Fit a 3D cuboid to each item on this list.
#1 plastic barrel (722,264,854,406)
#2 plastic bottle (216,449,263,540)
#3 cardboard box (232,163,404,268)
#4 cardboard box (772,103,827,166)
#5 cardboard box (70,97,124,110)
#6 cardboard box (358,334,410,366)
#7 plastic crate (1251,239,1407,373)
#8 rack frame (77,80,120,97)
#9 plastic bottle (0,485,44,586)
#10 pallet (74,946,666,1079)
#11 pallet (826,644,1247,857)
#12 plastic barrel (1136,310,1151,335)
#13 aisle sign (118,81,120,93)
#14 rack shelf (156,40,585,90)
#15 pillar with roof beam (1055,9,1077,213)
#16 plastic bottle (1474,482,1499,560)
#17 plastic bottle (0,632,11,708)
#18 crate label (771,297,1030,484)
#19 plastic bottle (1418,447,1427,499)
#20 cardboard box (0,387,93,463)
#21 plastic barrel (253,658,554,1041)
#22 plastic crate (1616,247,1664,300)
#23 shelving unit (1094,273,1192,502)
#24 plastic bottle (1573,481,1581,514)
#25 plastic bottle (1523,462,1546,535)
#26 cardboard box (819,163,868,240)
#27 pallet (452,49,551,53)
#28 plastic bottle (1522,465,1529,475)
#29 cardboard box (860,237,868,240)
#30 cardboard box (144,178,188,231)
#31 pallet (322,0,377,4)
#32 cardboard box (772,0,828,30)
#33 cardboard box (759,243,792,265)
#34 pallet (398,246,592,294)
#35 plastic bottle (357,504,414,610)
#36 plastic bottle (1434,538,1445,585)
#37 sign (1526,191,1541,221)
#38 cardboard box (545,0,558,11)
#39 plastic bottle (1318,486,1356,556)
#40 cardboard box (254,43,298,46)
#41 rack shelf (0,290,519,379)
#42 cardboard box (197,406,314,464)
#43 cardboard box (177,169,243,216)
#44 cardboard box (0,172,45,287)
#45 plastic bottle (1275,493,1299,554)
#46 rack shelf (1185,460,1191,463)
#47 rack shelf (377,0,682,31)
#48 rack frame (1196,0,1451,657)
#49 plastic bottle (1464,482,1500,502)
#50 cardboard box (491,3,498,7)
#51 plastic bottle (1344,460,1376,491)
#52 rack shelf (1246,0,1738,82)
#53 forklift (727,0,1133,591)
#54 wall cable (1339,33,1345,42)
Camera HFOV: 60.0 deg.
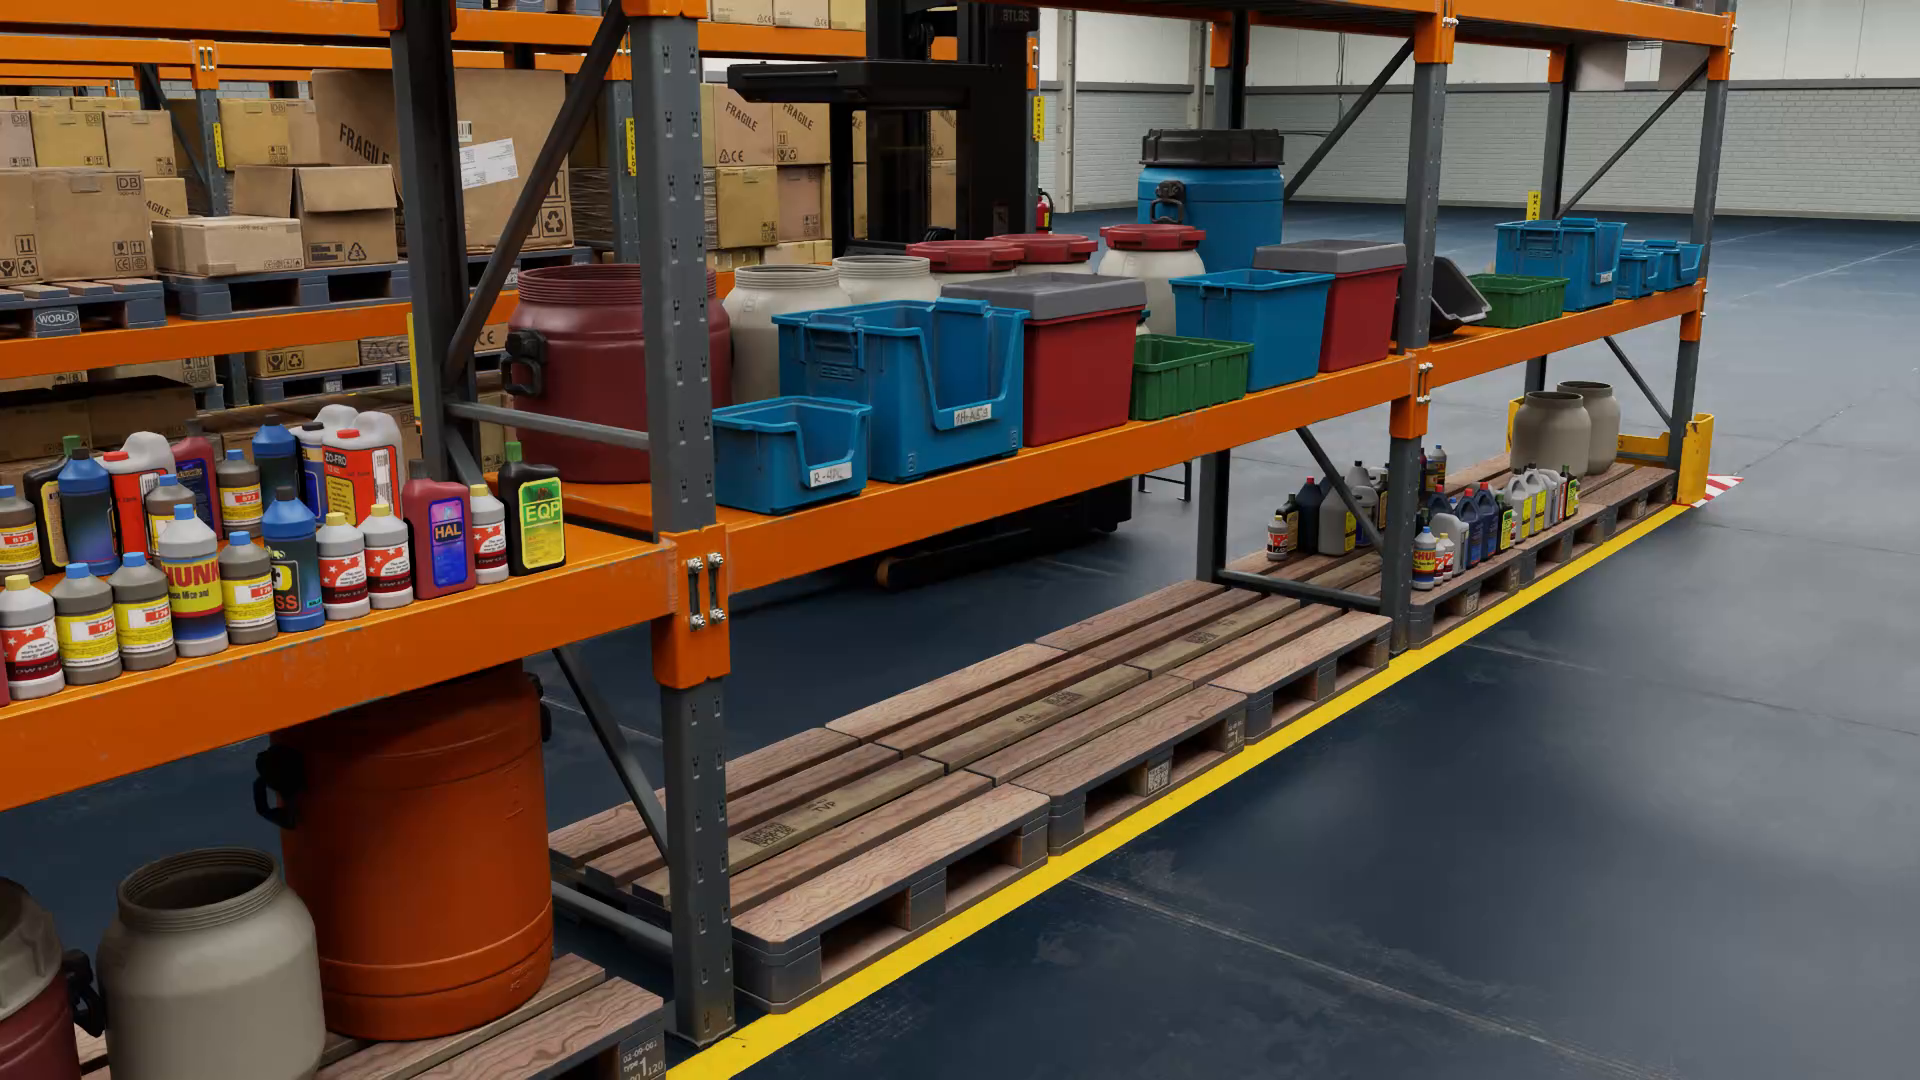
[{"bbox_3d":[-0.514,-0.558,5.001,0.421,0.512,0.421,0,14,0],"label":"plastic barrel"},{"bbox_3d":[-1.673,-0.108,3.860,0.097,0.201,0.097,0,14,0],"label":"plastic bottle"},{"bbox_3d":[-3.351,-1.714,8.714,0.797,0.503,0.637,14,20,43],"label":"cardboard box"},{"bbox_3d":[-1.225,-2.722,10.908,0.500,0.500,0.500,11,18,38],"label":"cardboard box"},{"bbox_3d":[-8.921,-4.254,16.939,0.700,0.500,0.500,11,18,36],"label":"cardboard box"},{"bbox_3d":[-5.114,-2.050,14.562,0.875,0.875,0.875,11,18,38],"label":"cardboard box"},{"bbox_3d":[1.453,-0.931,6.565,0.402,0.464,0.583,11,18,38],"label":"plastic crate"},{"bbox_3d":[-11.390,-4.873,22.214,1.000,3.000,0.127,11,18,38],"label":"rack frame"},{"bbox_3d":[-1.987,-0.013,3.484,0.097,0.201,0.097,0,14,0],"label":"plastic bottle"},{"bbox_3d":[-1.458,1.235,3.832,1.003,0.211,1.213,11,18,38],"label":"pallet"},{"bbox_3d":[0.289,0.703,5.928,1.003,0.211,1.213,11,18,38],"label":"pallet"},{"bbox_3d":[0.568,-0.743,6.237,0.301,0.262,0.301,0,14,0],"label":"plastic barrel"},{"bbox_3d":[-11.120,-6.100,21.765,0.394,0.787,0.004,11,18,38],"label":"aisle sign"},{"bbox_3d":[-4.870,-4.081,14.466,1.077,0.370,4.000,11,18,38],"label":"rack shelf"},{"bbox_3d":[5.904,-11.717,36.970,9.100,9.000,0.400,11,18,38],"label":"pillar with roof beam"},{"bbox_3d":[2.468,-0.096,7.894,0.144,0.351,0.185,10,18,35],"label":"plastic bottle"},{"bbox_3d":[-1.635,0.145,2.697,0.061,0.283,0.133,11,18,38],"label":"plastic bottle"},{"bbox_3d":[-0.160,-0.439,4.689,0.502,0.435,0.616,11,18,38],"label":"crate label"},{"bbox_3d":[2.495,-0.363,9.083,0.061,0.283,0.133,12,18,38],"label":"plastic bottle"},{"bbox_3d":[-4.449,-0.538,7.811,0.500,0.250,0.500,12,19,40],"label":"cardboard box"},{"bbox_3d":[-1.289,0.671,3.945,0.600,0.830,0.708,11,18,38],"label":"plastic barrel"},{"bbox_3d":[3.539,-1.468,9.112,0.499,0.251,0.408,11,18,38],"label":"plastic crate"},{"bbox_3d":[0.983,-0.935,9.758,0.755,1.500,0.431,-13,19,-41],"label":"shelving unit"},{"bbox_3d":[3.220,-0.243,8.778,0.097,0.201,0.097,0,14,0],"label":"plastic bottle"},{"bbox_3d":[2.852,-0.213,8.355,0.144,0.351,0.185,12,19,40],"label":"plastic bottle"},{"bbox_3d":[-1.078,-2.367,11.539,0.875,0.500,0.500,11,18,38],"label":"cardboard box"},{"bbox_3d":[-4.072,-4.626,15.330,1.003,0.211,1.213,11,18,38],"label":"pallet"},{"bbox_3d":[2.957,-0.255,8.659,0.061,0.283,0.133,11,18,38],"label":"plastic bottle"},{"bbox_3d":[-0.699,-2.061,11.652,0.380,0.149,0.250,11,18,38],"label":"cardboard box"},{"bbox_3d":[-6.247,-2.500,12.670,0.500,0.500,0.500,11,18,37],"label":"cardboard box"},{"bbox_3d":[-3.453,-2.868,8.611,1.213,0.211,1.003,11,18,38],"label":"pallet"},{"bbox_3d":[-1.202,-3.430,10.744,0.500,0.250,0.500,10,18,35],"label":"cardboard box"},{"bbox_3d":[-1.322,-1.868,10.895,0.380,0.149,0.250,11,18,38],"label":"cardboard box"},{"bbox_3d":[-2.927,-1.590,9.677,1.003,0.211,1.213,11,18,38],"label":"pallet"},{"bbox_3d":[-1.149,0.029,3.319,0.097,0.201,0.097,0,14,0],"label":"plastic bottle"},{"bbox_3d":[2.124,0.091,7.464,0.097,0.201,0.097,0,14,0],"label":"plastic bottle"},{"bbox_3d":[3.608,-2.026,10.444,0.100,0.325,0.005,11,18,38],"label":"sign"},{"bbox_3d":[-2.250,-3.315,10.293,0.500,0.250,0.500,12,19,40],"label":"cardboard box"},{"bbox_3d":[1.812,-0.115,7.969,0.144,0.351,0.185,11,18,38],"label":"plastic bottle"},{"bbox_3d":[-7.639,-5.492,18.256,0.500,0.250,0.500,11,18,37],"label":"cardboard box"},{"bbox_3d":[-3.590,-1.075,8.722,1.077,0.370,4.000,11,18,38],"label":"rack shelf"},{"bbox_3d":[-3.752,-0.391,8.754,0.700,0.500,0.500,13,19,42],"label":"cardboard box"},{"bbox_3d":[-5.905,-2.738,13.506,0.875,0.550,0.550,11,18,38],"label":"cardboard box"},{"bbox_3d":[-4.539,-1.402,7.493,0.500,0.500,0.500,9,17,31],"label":"cardboard box"},{"bbox_3d":[1.565,-0.080,7.968,0.061,0.283,0.133,12,19,40],"label":"plastic bottle"},{"bbox_3d":[0.983,-0.619,9.838,0.720,0.370,0.431,-13,19,-41],"label":"rack shelf"},{"bbox_3d":[-2.252,-0.996,2.320,1.077,0.370,4.000,11,18,38],"label":"rack shelf"},{"bbox_3d":[1.519,-1.040,7.124,1.000,3.000,0.127,11,18,38],"label":"rack frame"},{"bbox_3d":[2.604,-0.159,8.295,0.152,0.276,0.135,11,18,38],"label":"plastic bottle"},{"bbox_3d":[-4.199,-4.632,14.627,0.380,0.149,0.250,11,18,37],"label":"cardboard box"},{"bbox_3d":[2.024,-0.236,8.445,0.144,0.351,0.185,11,18,37],"label":"plastic bottle"},{"bbox_3d":[2.776,-2.528,8.351,1.077,0.370,4.000,11,18,38],"label":"rack shelf"},{"bbox_3d":[-0.460,-1.315,8.346,3.031,2.935,1.130,-13,19,-41],"label":"forklift"},{"bbox_3d":[11.311,-14.416,43.643,3.097,2.526,0.112,11,18,38],"label":"wall cable"}]
